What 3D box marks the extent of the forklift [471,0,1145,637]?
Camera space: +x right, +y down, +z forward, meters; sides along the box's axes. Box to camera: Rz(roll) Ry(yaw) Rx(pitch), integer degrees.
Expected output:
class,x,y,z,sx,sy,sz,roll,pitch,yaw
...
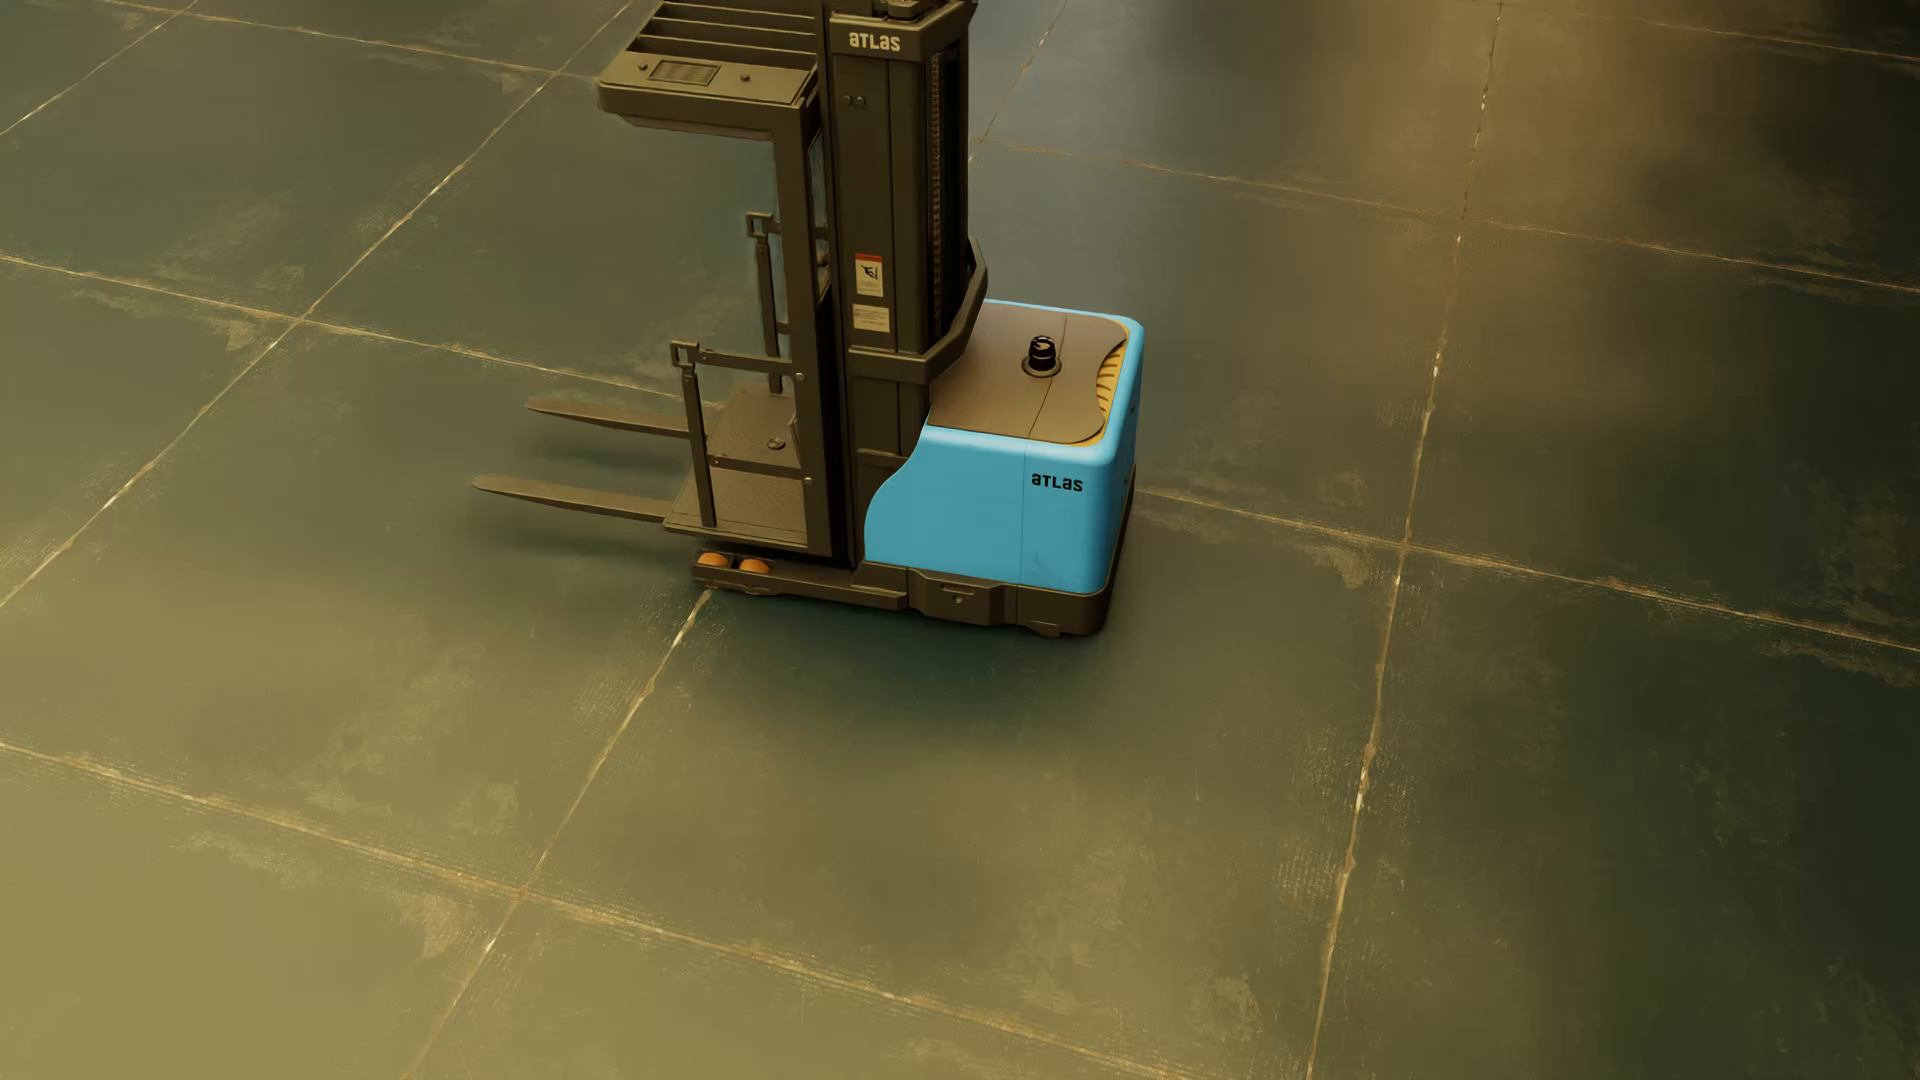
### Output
class,x,y,z,sx,sy,sz,roll,pitch,yaw
forklift,-0.744,-1.166,6.942,3.031,2.935,1.130,9,44,9

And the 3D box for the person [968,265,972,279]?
class,x,y,z,sx,sy,sz,roll,pitch,yaw
person,-0.163,-2.235,8.996,0.513,1.704,0.731,-4,43,-4
